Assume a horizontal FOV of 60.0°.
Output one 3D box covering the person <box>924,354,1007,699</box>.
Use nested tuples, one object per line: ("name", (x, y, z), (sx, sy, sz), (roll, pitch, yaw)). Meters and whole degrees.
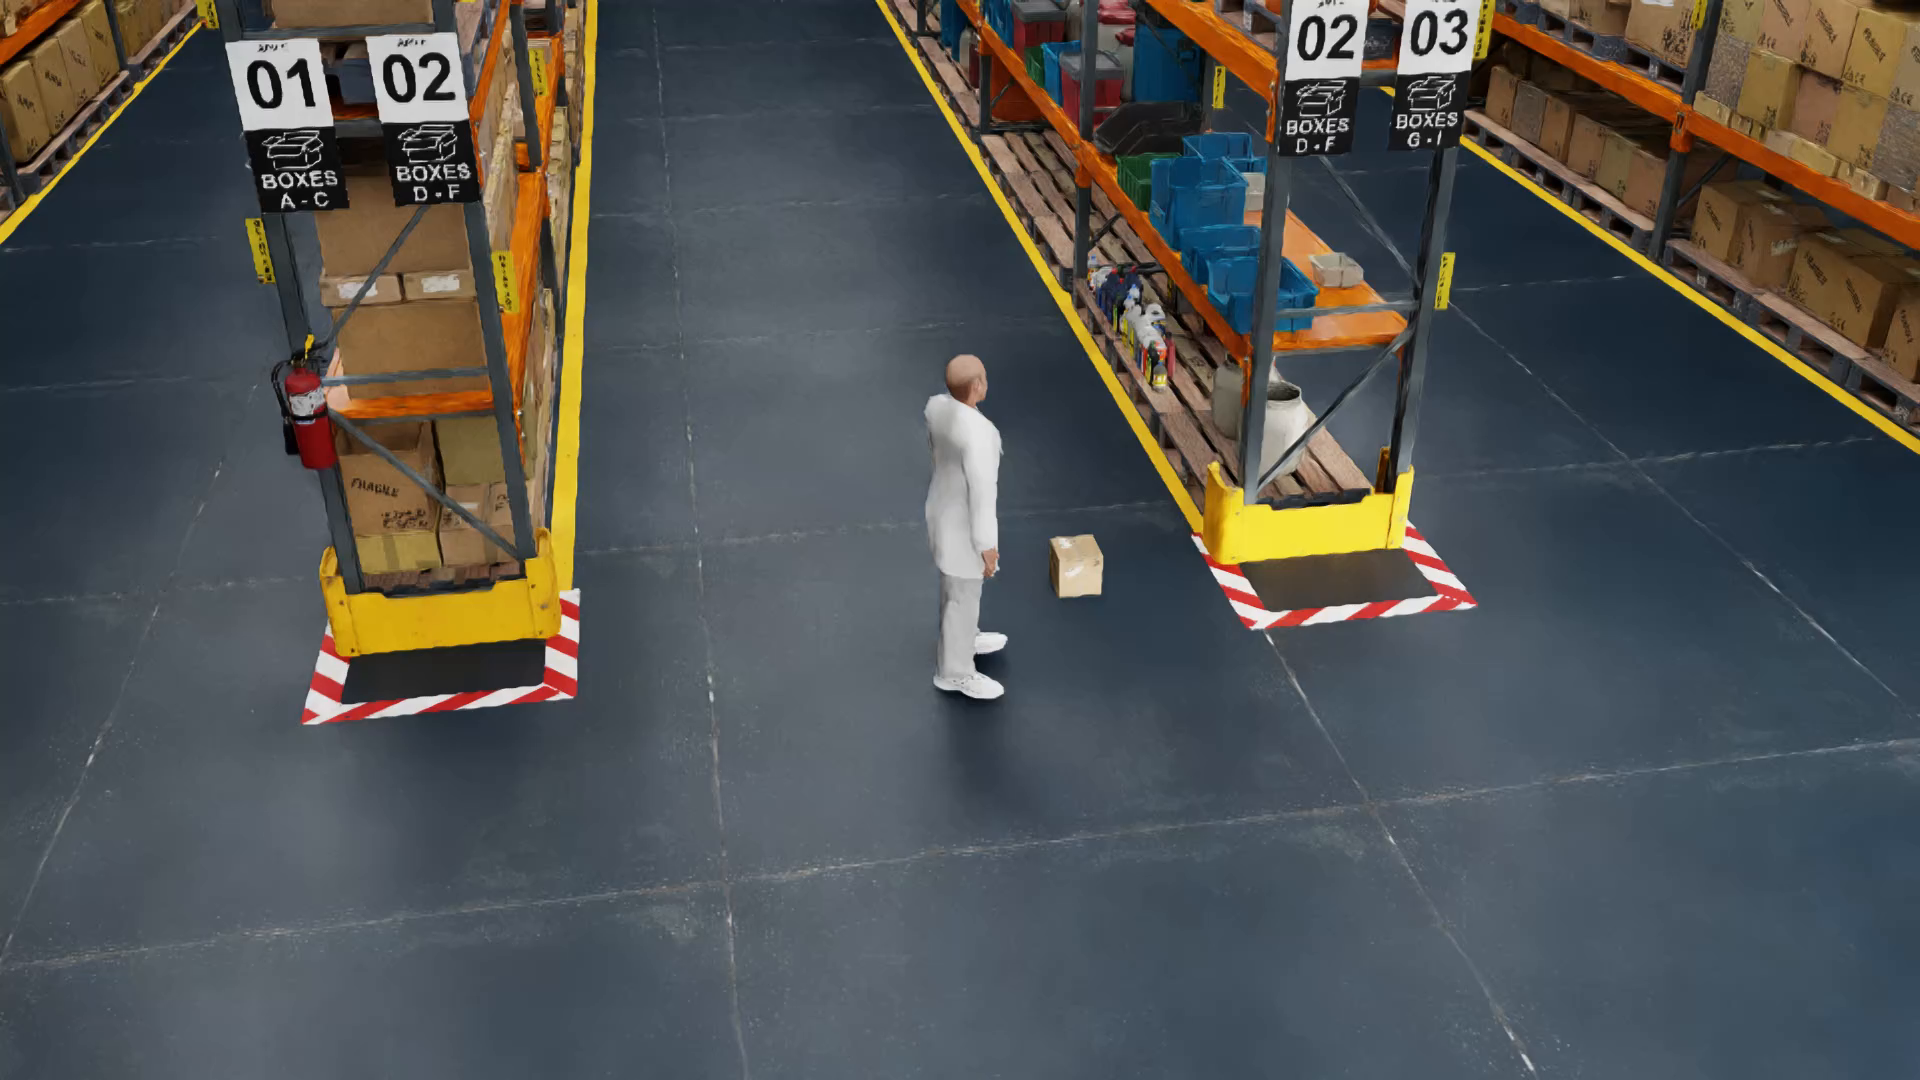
("person", (0.052, -0.112, 8.299), (0.506, 1.786, 0.689), (-13, 33, -21))
